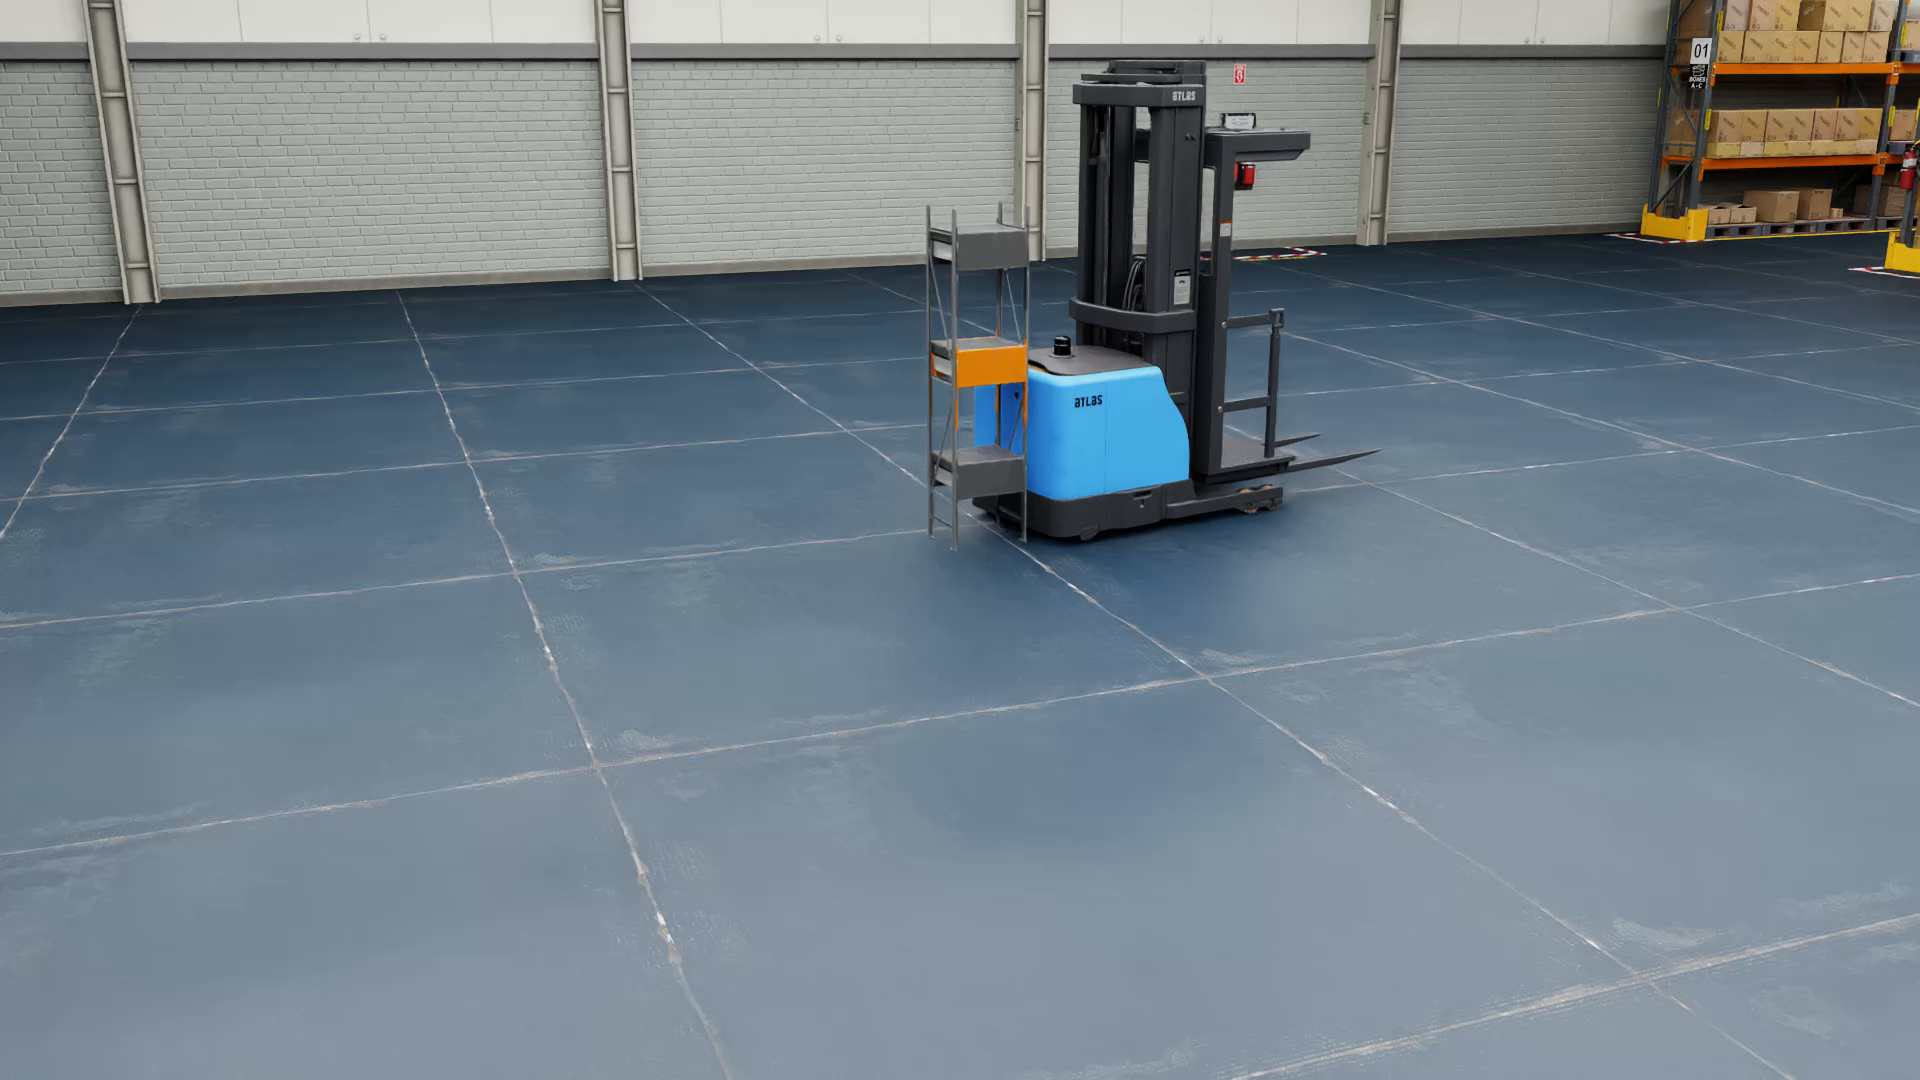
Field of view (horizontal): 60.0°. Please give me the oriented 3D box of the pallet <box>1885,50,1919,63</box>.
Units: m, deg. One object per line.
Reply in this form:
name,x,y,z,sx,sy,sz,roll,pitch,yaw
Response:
pallet,16.248,-8.315,28.598,1.003,0.211,1.213,-6,17,-20

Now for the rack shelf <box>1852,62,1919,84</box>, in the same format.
rack shelf,17.501,-8.227,29.243,4.000,0.370,1.077,-6,17,-20

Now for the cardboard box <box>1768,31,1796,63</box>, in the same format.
cardboard box,13.297,-8.091,27.290,0.500,0.500,0.500,-5,17,-18

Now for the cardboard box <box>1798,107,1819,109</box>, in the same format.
cardboard box,14.635,-7.185,28.642,0.500,0.500,0.500,-6,17,-20

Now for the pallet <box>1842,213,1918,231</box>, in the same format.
pallet,16.359,-5.672,29.539,1.213,0.211,1.003,-6,17,-20

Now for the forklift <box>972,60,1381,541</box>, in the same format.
forklift,1.596,-1.695,11.170,3.031,2.935,1.130,-10,19,-31

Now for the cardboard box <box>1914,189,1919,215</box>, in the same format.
cardboard box,16.779,-6.087,29.658,0.500,0.500,0.700,-7,18,-21

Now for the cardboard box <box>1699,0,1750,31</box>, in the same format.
cardboard box,12.344,-8.480,26.839,0.500,0.500,0.500,-8,18,-24

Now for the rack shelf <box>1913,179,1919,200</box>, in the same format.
rack shelf,15.541,-5.082,23.856,4.000,0.370,1.077,-6,17,-20

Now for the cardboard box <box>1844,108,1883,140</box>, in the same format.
cardboard box,15.302,-7.100,28.351,0.500,0.500,0.500,-6,17,-20

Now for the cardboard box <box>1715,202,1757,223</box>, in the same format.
cardboard box,13.108,-5.553,28.174,0.500,0.311,0.500,-5,17,-15

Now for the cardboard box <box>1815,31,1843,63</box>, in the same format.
cardboard box,14.269,-8.199,27.657,0.500,0.500,0.500,-7,18,-22

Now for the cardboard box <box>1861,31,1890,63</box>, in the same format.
cardboard box,15.248,-8.312,28.043,0.500,0.500,0.500,-6,17,-19

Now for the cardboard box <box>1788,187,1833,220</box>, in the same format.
cardboard box,14.678,-5.828,28.776,0.500,0.500,0.500,-8,18,-24

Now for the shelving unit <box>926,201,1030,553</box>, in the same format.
shelving unit,0.106,-1.009,10.306,0.503,2.100,0.431,-8,18,-24

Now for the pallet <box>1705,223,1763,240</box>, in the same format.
pallet,12.740,-5.270,28.171,1.213,0.211,1.003,-6,17,-20

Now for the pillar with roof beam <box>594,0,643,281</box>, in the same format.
pillar with roof beam,-3.026,-6.757,17.638,0.400,9.000,9.100,-6,17,-20

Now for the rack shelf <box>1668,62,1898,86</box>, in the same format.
rack shelf,13.765,-7.824,27.870,4.000,0.370,1.077,-6,17,-20

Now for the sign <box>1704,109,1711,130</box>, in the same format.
sign,12.092,-6.801,26.897,0.005,0.325,0.100,-6,17,-20

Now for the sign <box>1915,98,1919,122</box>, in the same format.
sign,13.493,-6.038,23.362,0.005,0.325,0.100,-6,17,-20

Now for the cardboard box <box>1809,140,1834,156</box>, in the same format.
cardboard box,14.367,-6.639,28.112,0.500,0.250,0.500,-6,17,-20

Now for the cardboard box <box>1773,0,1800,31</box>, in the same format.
cardboard box,13.306,-8.571,27.152,0.500,0.500,0.500,-6,17,-19

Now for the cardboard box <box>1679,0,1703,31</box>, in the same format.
cardboard box,12.207,-8.617,27.306,0.500,0.500,0.500,-5,17,-18

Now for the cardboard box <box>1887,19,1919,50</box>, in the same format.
cardboard box,16.172,-8.654,28.498,0.500,0.500,0.500,-4,17,-12

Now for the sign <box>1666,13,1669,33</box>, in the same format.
sign,11.718,-8.540,27.461,0.005,0.325,0.100,-6,17,-20

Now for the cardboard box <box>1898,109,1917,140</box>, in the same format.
cardboard box,16.645,-7.287,29.131,0.500,0.500,0.700,-4,17,-14

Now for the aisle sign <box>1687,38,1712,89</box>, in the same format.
aisle sign,11.938,-7.689,26.845,0.004,0.787,0.394,-6,17,-20

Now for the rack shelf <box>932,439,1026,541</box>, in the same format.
rack shelf,0.106,-0.324,10.507,0.480,0.518,0.431,-8,18,-24

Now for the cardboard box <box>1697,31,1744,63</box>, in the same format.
cardboard box,12.300,-7.993,26.956,0.500,0.500,0.500,-6,17,-19

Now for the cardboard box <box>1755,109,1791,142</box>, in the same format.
cardboard box,13.401,-6.892,27.644,0.500,0.500,0.500,-7,18,-22

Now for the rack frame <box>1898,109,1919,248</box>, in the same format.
rack frame,13.674,-5.225,23.068,0.127,3.000,1.000,-6,17,-20

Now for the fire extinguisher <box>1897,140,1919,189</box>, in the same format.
fire extinguisher,13.397,-5.298,23.454,0.183,0.674,0.296,-6,17,-20

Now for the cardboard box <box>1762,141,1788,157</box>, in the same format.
cardboard box,13.425,-6.537,27.767,0.500,0.250,0.500,-6,18,-21

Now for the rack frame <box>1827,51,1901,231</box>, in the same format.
rack frame,15.633,-6.931,28.878,0.127,3.000,1.000,-6,17,-20

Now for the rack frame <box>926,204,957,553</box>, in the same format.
rack frame,-0.114,-0.979,10.205,0.015,2.100,0.400,-8,18,-24

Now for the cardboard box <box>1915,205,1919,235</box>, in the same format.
cardboard box,14.068,-4.599,23.741,0.500,0.500,0.500,-6,17,-20

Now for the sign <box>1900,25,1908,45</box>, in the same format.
sign,15.834,-8.477,27.899,0.005,0.325,0.100,-6,17,-20

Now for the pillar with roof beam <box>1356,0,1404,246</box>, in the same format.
pillar with roof beam,8.180,-7.967,21.758,0.400,9.000,9.100,-6,17,-20

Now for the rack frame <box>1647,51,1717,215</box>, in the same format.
rack frame,11.898,-6.528,27.505,0.127,3.000,1.000,-6,17,-20

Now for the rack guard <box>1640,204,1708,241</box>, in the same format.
rack guard,11.969,-5.336,27.883,0.348,0.500,1.175,-6,17,-20

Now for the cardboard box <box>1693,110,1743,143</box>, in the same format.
cardboard box,12.451,-6.795,27.312,0.500,0.500,0.500,-6,17,-20

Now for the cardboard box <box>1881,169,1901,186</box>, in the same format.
cardboard box,16.724,-6.427,29.484,0.500,0.250,0.500,-7,18,-21

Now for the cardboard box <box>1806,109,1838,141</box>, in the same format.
cardboard box,14.364,-7.000,28.011,0.500,0.500,0.500,-7,18,-22

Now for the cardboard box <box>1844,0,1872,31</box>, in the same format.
cardboard box,14.751,-8.728,27.684,0.500,0.500,0.500,-5,17,-17

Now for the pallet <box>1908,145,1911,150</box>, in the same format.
pallet,17.534,-7.032,29.562,1.213,0.211,1.003,-6,17,-20

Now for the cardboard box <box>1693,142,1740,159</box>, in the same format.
cardboard box,12.467,-6.431,27.406,0.500,0.250,0.500,-7,18,-22

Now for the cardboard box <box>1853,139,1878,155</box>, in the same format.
cardboard box,15.299,-6.741,28.462,0.500,0.250,0.500,-6,17,-20
